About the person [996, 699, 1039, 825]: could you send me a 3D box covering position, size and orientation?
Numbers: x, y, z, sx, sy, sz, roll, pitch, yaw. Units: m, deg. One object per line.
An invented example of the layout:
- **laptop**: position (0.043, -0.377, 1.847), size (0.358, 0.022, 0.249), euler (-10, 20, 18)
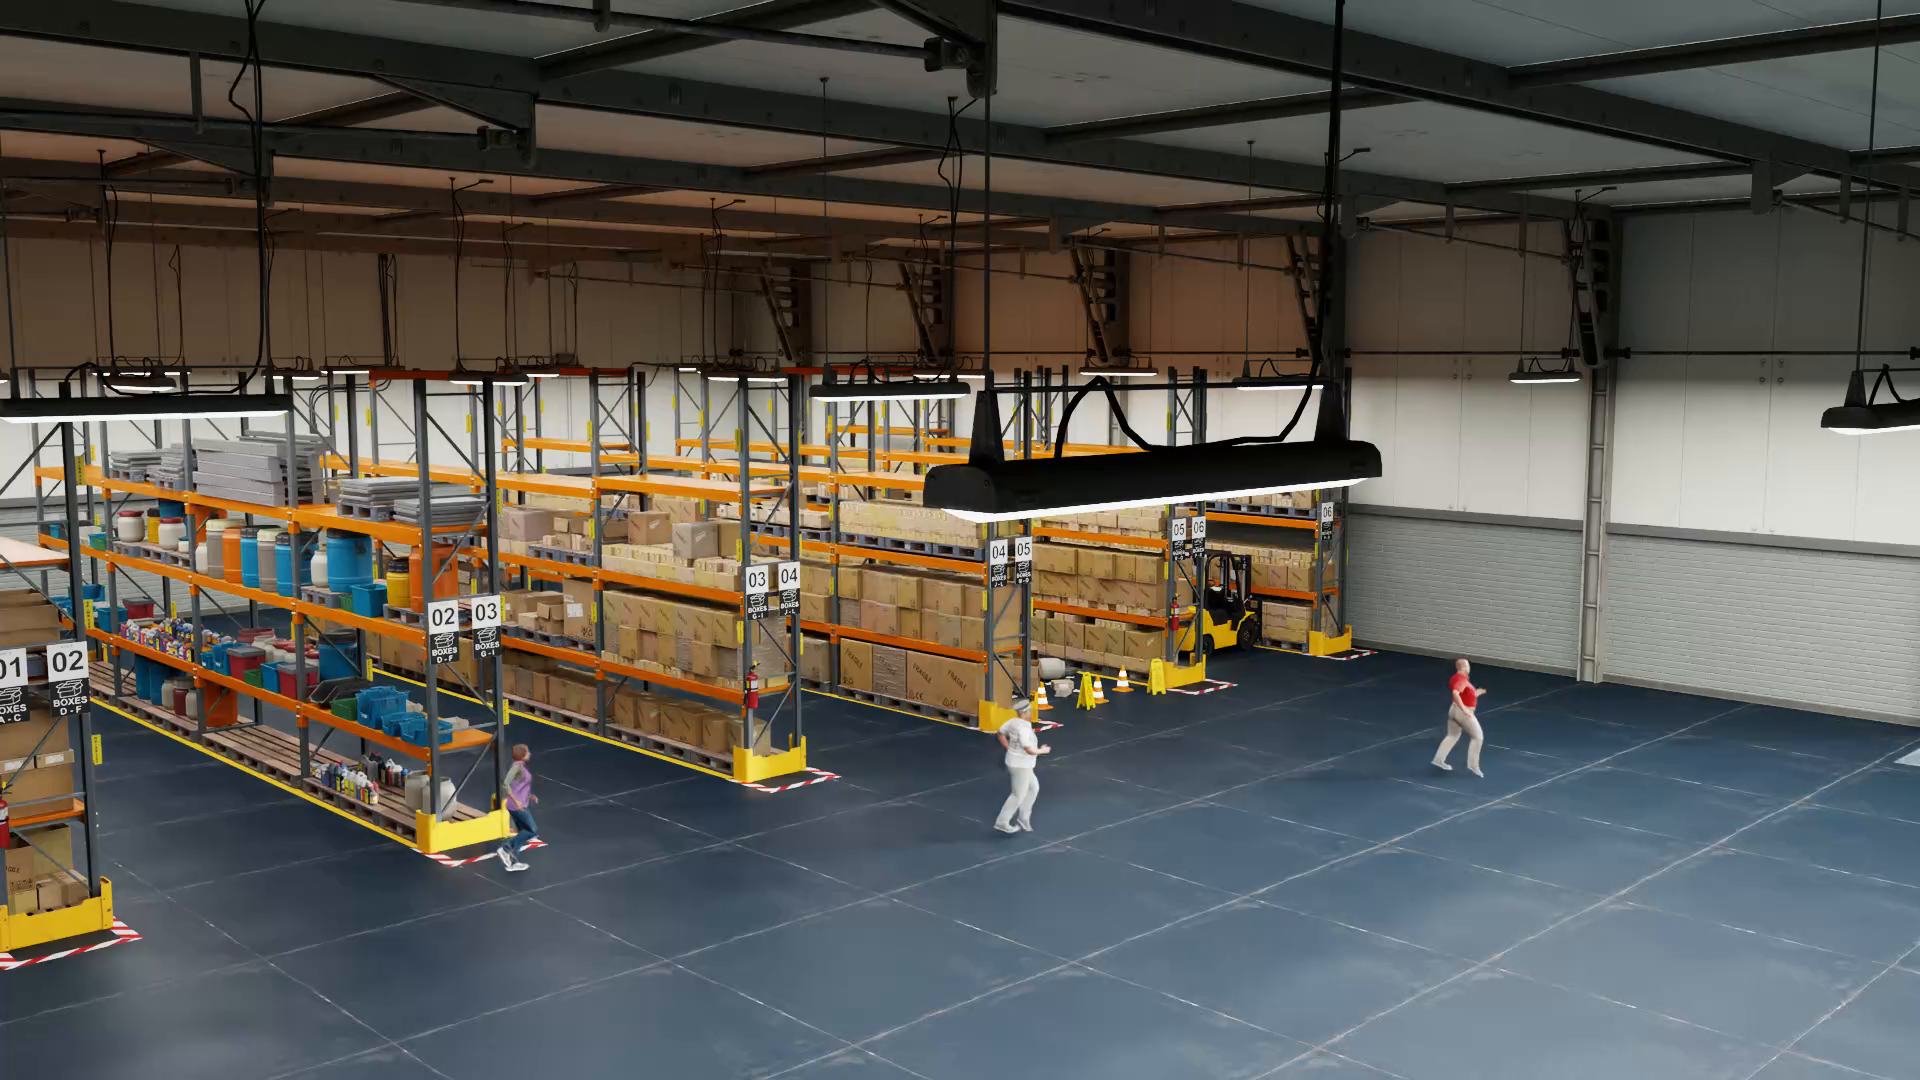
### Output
- **person**: position (0.760, 2.911, 21.864), size (0.631, 1.659, 0.464), euler (-1, 7, -13)

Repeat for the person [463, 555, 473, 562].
- **person**: position (-11.785, 1.082, 39.378), size (0.656, 1.606, 0.539), euler (2, 7, 18)

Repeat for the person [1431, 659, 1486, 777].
- **person**: position (7.510, 2.672, 24.930), size (0.800, 1.800, 0.637), euler (-1, 7, -11)

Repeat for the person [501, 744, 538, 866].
- **person**: position (-5.395, 3.238, 20.353), size (0.439, 1.496, 0.521), euler (-1, 7, -11)
